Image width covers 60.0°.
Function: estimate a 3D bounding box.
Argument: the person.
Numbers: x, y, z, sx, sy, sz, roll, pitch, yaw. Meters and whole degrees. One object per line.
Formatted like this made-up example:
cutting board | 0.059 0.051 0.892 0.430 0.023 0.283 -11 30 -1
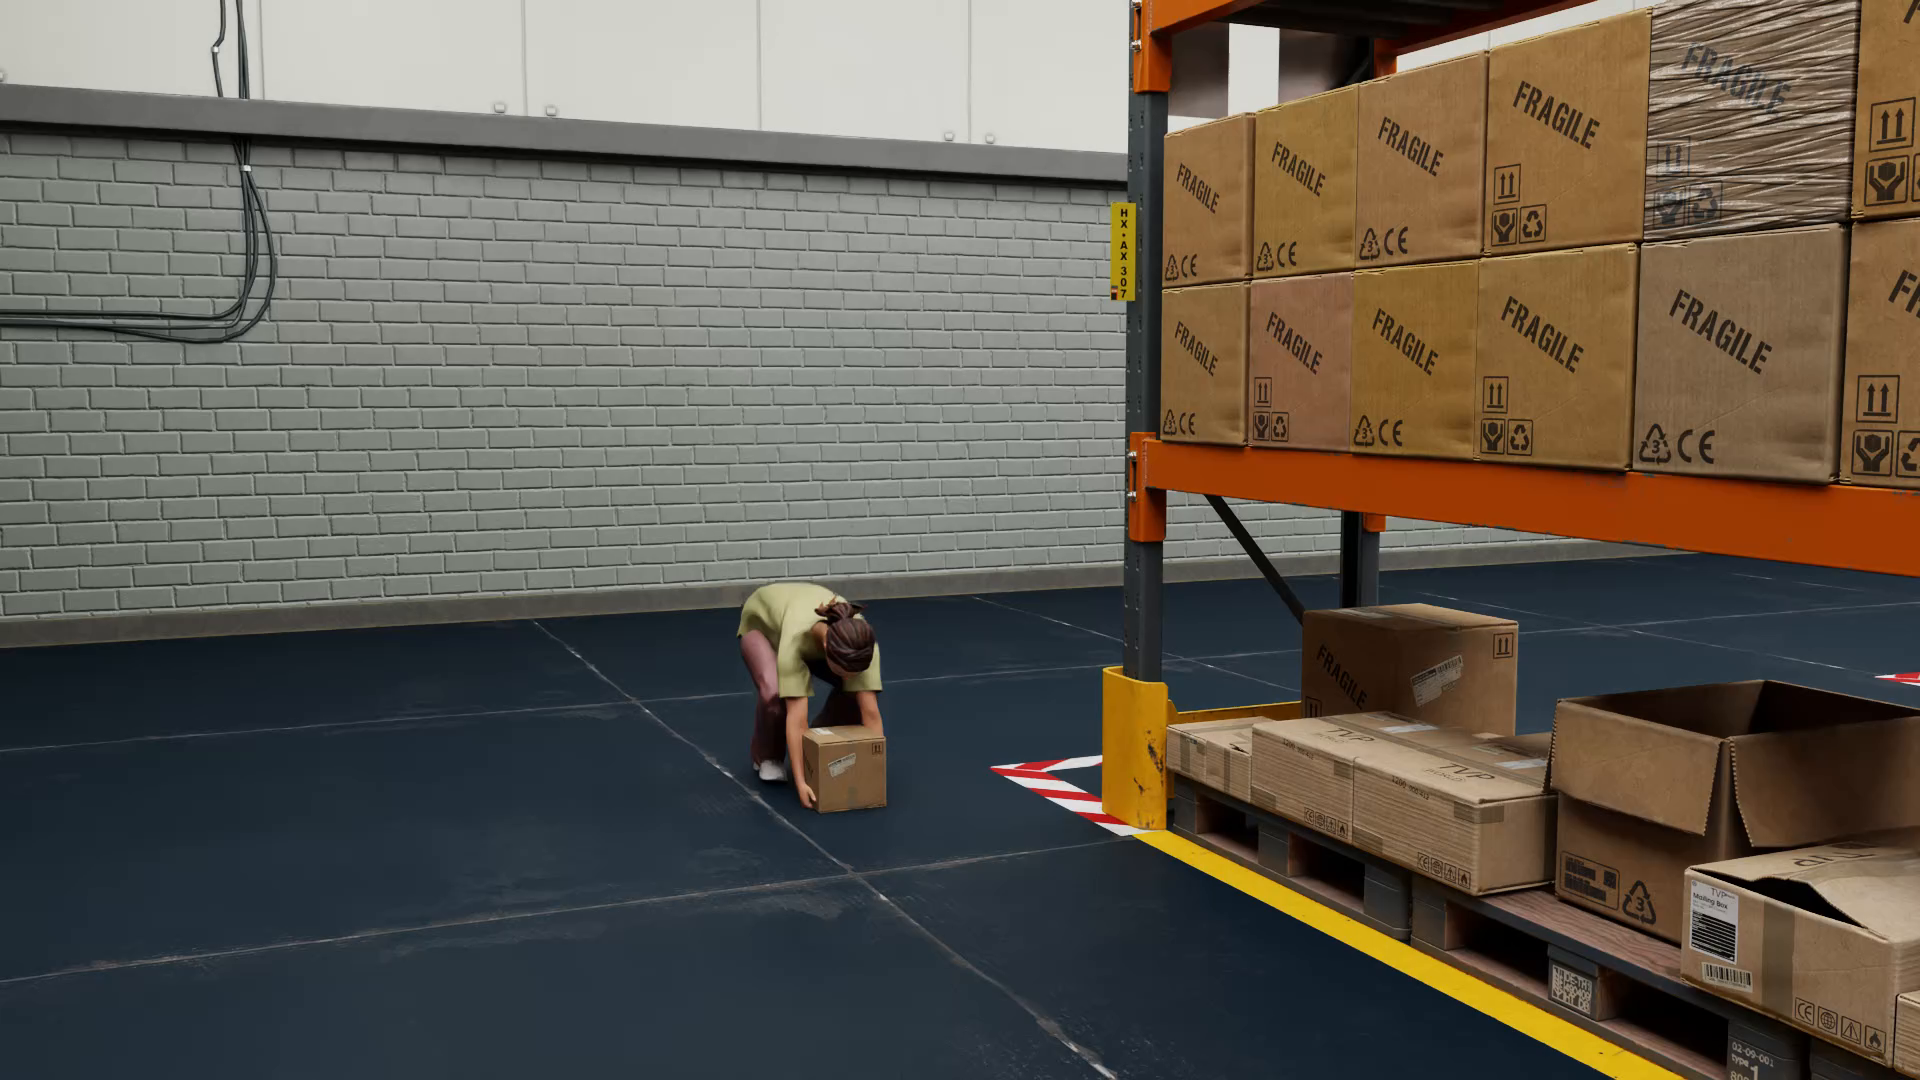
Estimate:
person | -0.543 0.551 6.198 0.463 0.756 0.867 -3 6 -25
